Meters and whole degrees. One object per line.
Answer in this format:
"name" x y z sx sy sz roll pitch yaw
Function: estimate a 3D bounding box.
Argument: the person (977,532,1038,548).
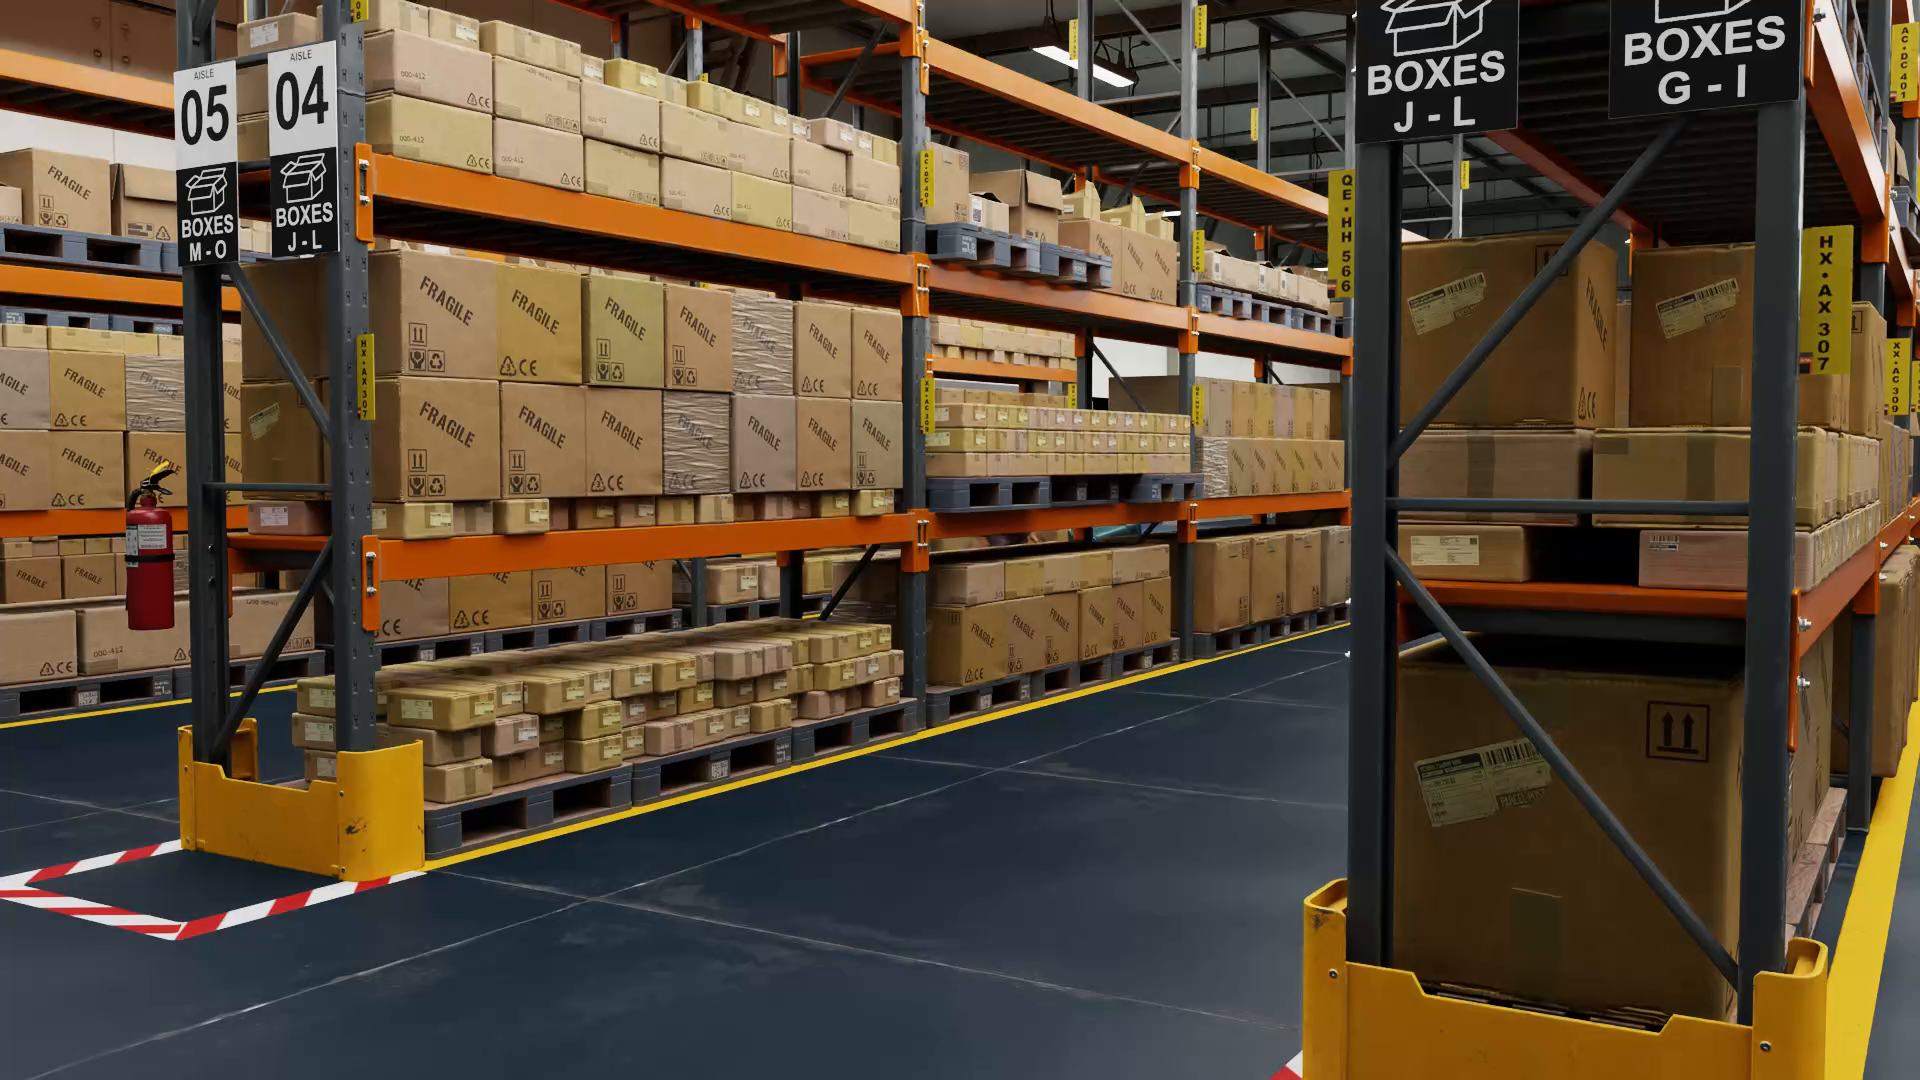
"person" 0.476 0.006 15.650 0.604 1.709 0.528 -3 4 -43
